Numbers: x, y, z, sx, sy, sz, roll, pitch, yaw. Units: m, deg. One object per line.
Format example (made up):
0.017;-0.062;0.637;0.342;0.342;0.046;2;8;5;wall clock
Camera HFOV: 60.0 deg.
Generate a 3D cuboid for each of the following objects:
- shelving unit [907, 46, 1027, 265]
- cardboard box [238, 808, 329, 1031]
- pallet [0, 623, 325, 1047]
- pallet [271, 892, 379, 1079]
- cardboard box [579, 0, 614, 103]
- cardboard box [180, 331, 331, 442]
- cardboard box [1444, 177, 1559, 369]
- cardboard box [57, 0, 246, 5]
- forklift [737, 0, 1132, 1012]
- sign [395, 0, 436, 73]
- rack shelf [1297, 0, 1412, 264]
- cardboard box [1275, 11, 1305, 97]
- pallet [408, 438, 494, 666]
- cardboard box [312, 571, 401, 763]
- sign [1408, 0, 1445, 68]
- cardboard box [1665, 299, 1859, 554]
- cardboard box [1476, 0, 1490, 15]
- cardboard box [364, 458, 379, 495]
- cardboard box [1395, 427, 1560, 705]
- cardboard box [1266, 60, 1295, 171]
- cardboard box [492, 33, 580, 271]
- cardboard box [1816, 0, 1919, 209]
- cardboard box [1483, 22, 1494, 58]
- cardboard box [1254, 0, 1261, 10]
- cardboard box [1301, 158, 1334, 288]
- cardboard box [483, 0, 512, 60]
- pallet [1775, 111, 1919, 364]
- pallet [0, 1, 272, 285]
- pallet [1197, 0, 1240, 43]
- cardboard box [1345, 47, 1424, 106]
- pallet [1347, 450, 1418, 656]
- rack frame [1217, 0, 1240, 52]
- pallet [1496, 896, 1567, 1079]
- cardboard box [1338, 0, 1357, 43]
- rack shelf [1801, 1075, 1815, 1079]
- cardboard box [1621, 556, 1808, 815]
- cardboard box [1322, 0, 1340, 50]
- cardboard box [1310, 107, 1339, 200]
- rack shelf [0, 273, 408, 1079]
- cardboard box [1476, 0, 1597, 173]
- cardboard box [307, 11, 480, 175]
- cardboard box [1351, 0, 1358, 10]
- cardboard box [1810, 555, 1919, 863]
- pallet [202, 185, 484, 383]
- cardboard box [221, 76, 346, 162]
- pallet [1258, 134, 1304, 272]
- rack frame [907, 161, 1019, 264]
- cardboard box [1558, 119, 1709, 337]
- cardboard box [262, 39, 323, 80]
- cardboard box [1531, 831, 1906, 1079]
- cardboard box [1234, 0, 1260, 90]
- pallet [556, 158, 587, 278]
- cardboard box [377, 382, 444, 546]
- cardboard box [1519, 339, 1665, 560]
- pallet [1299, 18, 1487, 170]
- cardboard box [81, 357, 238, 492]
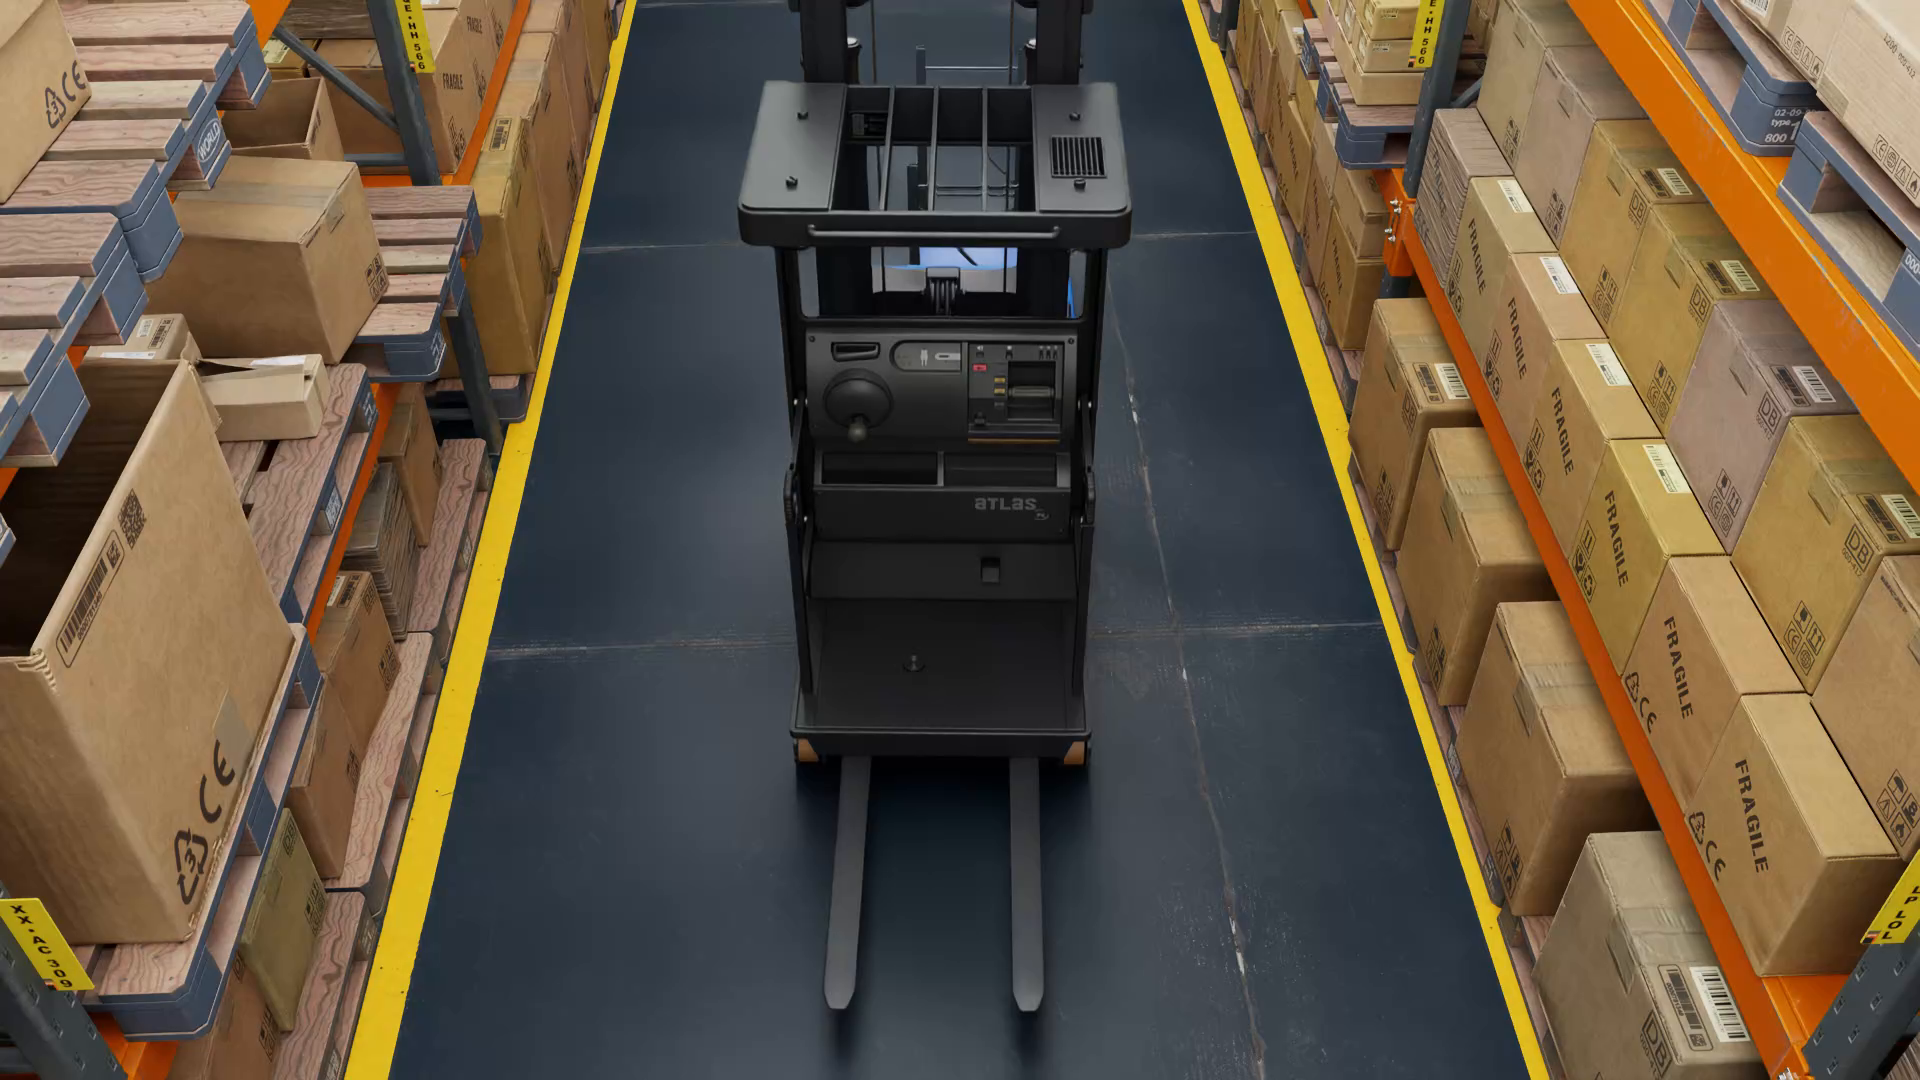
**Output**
0.045;-1.303;7.562;0.538;1.500;1.048;1;43;1;shelving unit
-2.460;1.208;5.237;0.700;0.500;0.500;-2;43;-2;cardboard box
-2.341;0.737;4.368;1.003;0.211;1.213;-2;43;-2;pallet
-2.488;1.688;5.252;1.003;0.211;1.213;-2;43;-2;pallet
-2.746;-3.155;9.734;1.225;0.875;0.875;-2;43;-2;cardboard box
-2.283;-0.502;5.366;0.396;0.266;0.258;-3;43;-3;cardboard box
2.110;-0.971;6.016;0.500;0.500;0.500;-2;43;-2;cardboard box
-2.305;-1.577;4.642;0.500;0.250;0.500;-1;43;-1;cardboard box
-0.064;-0.444;5.566;1.130;2.935;3.031;1;43;1;forklift
-2.082;-1.934;6.342;0.100;0.325;0.005;-2;43;-2;sign
2.251;-2.673;8.479;1.077;0.370;4.000;-2;43;-2;rack shelf
1.976;-2.588;8.838;0.500;0.250;0.500;0;43;0;cardboard box
-2.592;0.041;7.049;1.003;0.211;1.213;-2;43;-2;pallet
-2.508;0.453;6.060;0.700;0.500;0.500;2;43;2;cardboard box
1.795;-1.964;6.375;0.100;0.325;0.005;-2;43;-2;sign
2.434;-0.317;4.562;0.700;0.500;0.500;-1;43;-1;cardboard box
2.488;-2.456;7.364;0.380;0.149;0.250;-3;43;-3;cardboard box
-2.532;-0.222;6.242;0.500;0.250;0.500;3;43;3;cardboard box
2.313;0.090;6.286;1.050;0.750;0.750;-1;43;-1;cardboard box
1.993;-2.305;9.084;0.500;0.500;0.500;-1;43;-1;cardboard box
-2.662;-1.954;8.424;1.225;0.875;0.875;-2;43;-2;cardboard box
2.234;-0.957;3.581;0.500;0.250;0.500;-2;43;-2;cardboard box
2.508;-2.140;7.239;0.380;0.149;0.250;0;43;0;cardboard box
1.934;-3.292;9.606;0.500;0.250;0.500;-3;43;-4;cardboard box
2.029;-1.609;8.325;0.500;0.500;0.500;0;43;0;cardboard box
-2.422;-2.581;7.772;0.500;0.500;0.500;-2;43;-3;cardboard box
2.418;-0.541;3.542;0.805;0.209;1.217;-3;43;-4;pallet
-2.421;-0.970;4.008;1.213;0.211;1.003;-2;43;-2;pallet
2.103;-3.713;11.145;1.003;0.211;1.213;-2;43;-2;pallet
1.856;-1.970;7.055;0.380;0.149;0.250;-1;43;-1;cardboard box
2.295;-0.026;7.122;1.003;0.211;1.213;-2;43;-2;pallet
2.166;-4.289;9.709;1.000;3.000;0.127;-2;43;-2;rack frame
2.398;1.621;5.325;1.003;0.211;1.213;-2;43;-2;pallet
1.847;-2.261;7.152;0.380;0.149;0.250;0;43;0;cardboard box
2.591;2.727;2.587;1.077;0.370;4.000;-2;43;-2;rack shelf
2.196;0.389;4.531;0.500;0.500;0.500;-2;43;-2;cardboard box
1.836;-2.312;7.427;0.380;0.149;0.250;-1;43;-1;cardboard box
2.013;-1.893;8.079;0.500;0.250;0.500;-1;43;-1;cardboard box
-2.539;0.101;5.452;1.077;0.370;4.000;-2;43;-2;rack shelf
2.345;-1.691;6.060;0.700;0.500;0.500;-2;43;-2;cardboard box
-2.372;-1.887;7.015;0.500;0.500;0.500;0;43;-1;cardboard box
1.849;-2.357;7.037;0.380;0.149;0.250;-2;43;-2;cardboard box
2.479;0.371;3.811;0.700;0.500;0.500;-2;43;-3;cardboard box
-2.487;-0.966;6.225;1.213;0.211;1.003;-2;43;-2;pallet
-2.561;-1.343;6.110;0.500;0.500;0.500;-6;43;-7;cardboard box
2.256;-1.910;9.177;1.003;0.211;1.213;-2;43;-2;pallet
0.038;-0.960;7.187;0.500;1.500;0.032;1;43;1;rack frame
2.392;-1.003;5.310;0.700;0.500;0.500;-2;43;-2;cardboard box
-2.892;-1.877;7.004;0.500;0.500;0.500;0;43;0;cardboard box
2.390;1.370;4.890;1.050;0.750;0.750;-2;43;-2;cardboard box
1.933;-3.016;9.859;0.500;0.500;0.500;0;43;0;cardboard box
-2.630;-1.842;9.104;1.003;0.211;1.213;-2;43;-2;pallet
-2.575;-0.303;6.885;0.700;0.500;0.500;-4;43;-4;cardboard box
2.150;-0.294;5.277;0.500;0.500;0.500;-2;43;-2;cardboard box
2.200;-1.996;7.349;1.213;0.211;1.003;-2;43;-2;pallet
-2.620;-0.174;4.833;0.797;0.503;0.637;2;43;3;cardboard box
